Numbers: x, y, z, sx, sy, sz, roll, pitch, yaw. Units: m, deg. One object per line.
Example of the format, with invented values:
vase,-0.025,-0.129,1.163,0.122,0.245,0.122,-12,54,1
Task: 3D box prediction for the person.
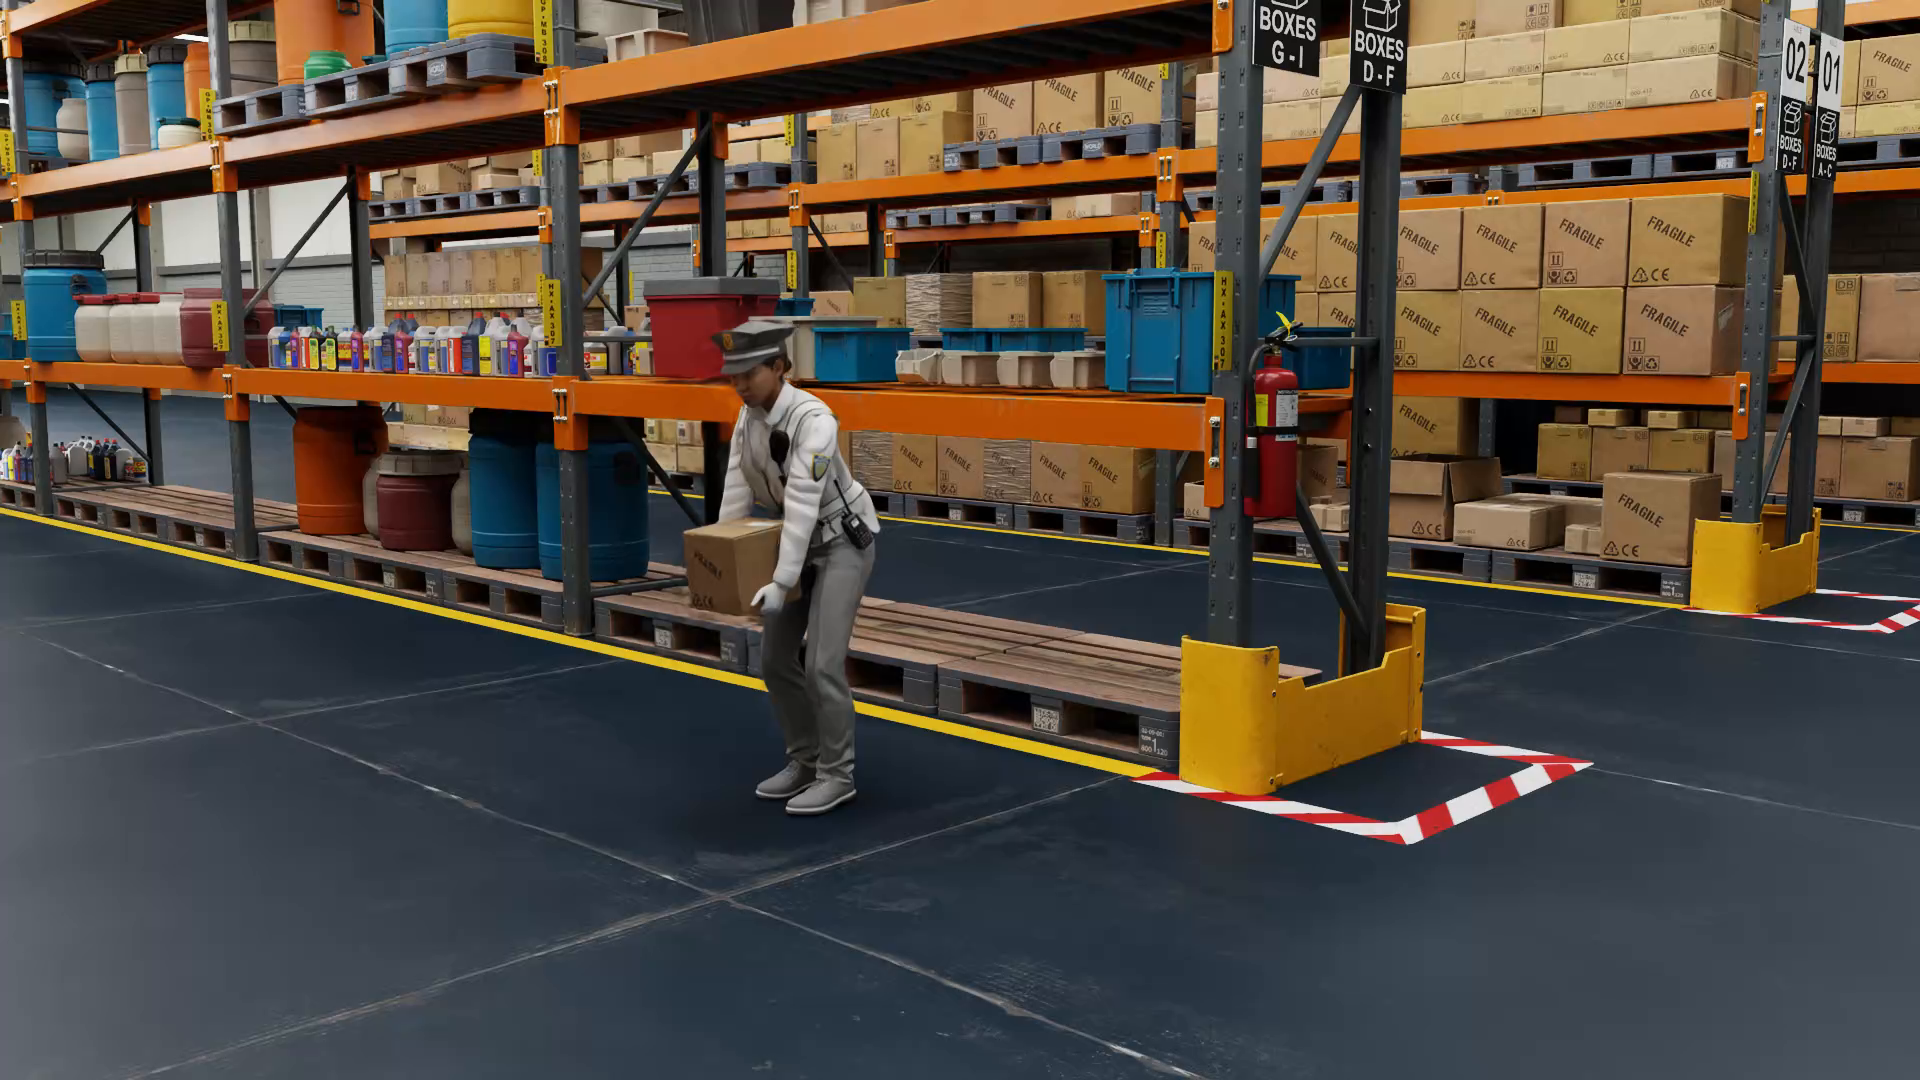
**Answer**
person,-0.531,0.090,5.398,0.412,1.585,0.586,7,10,42
